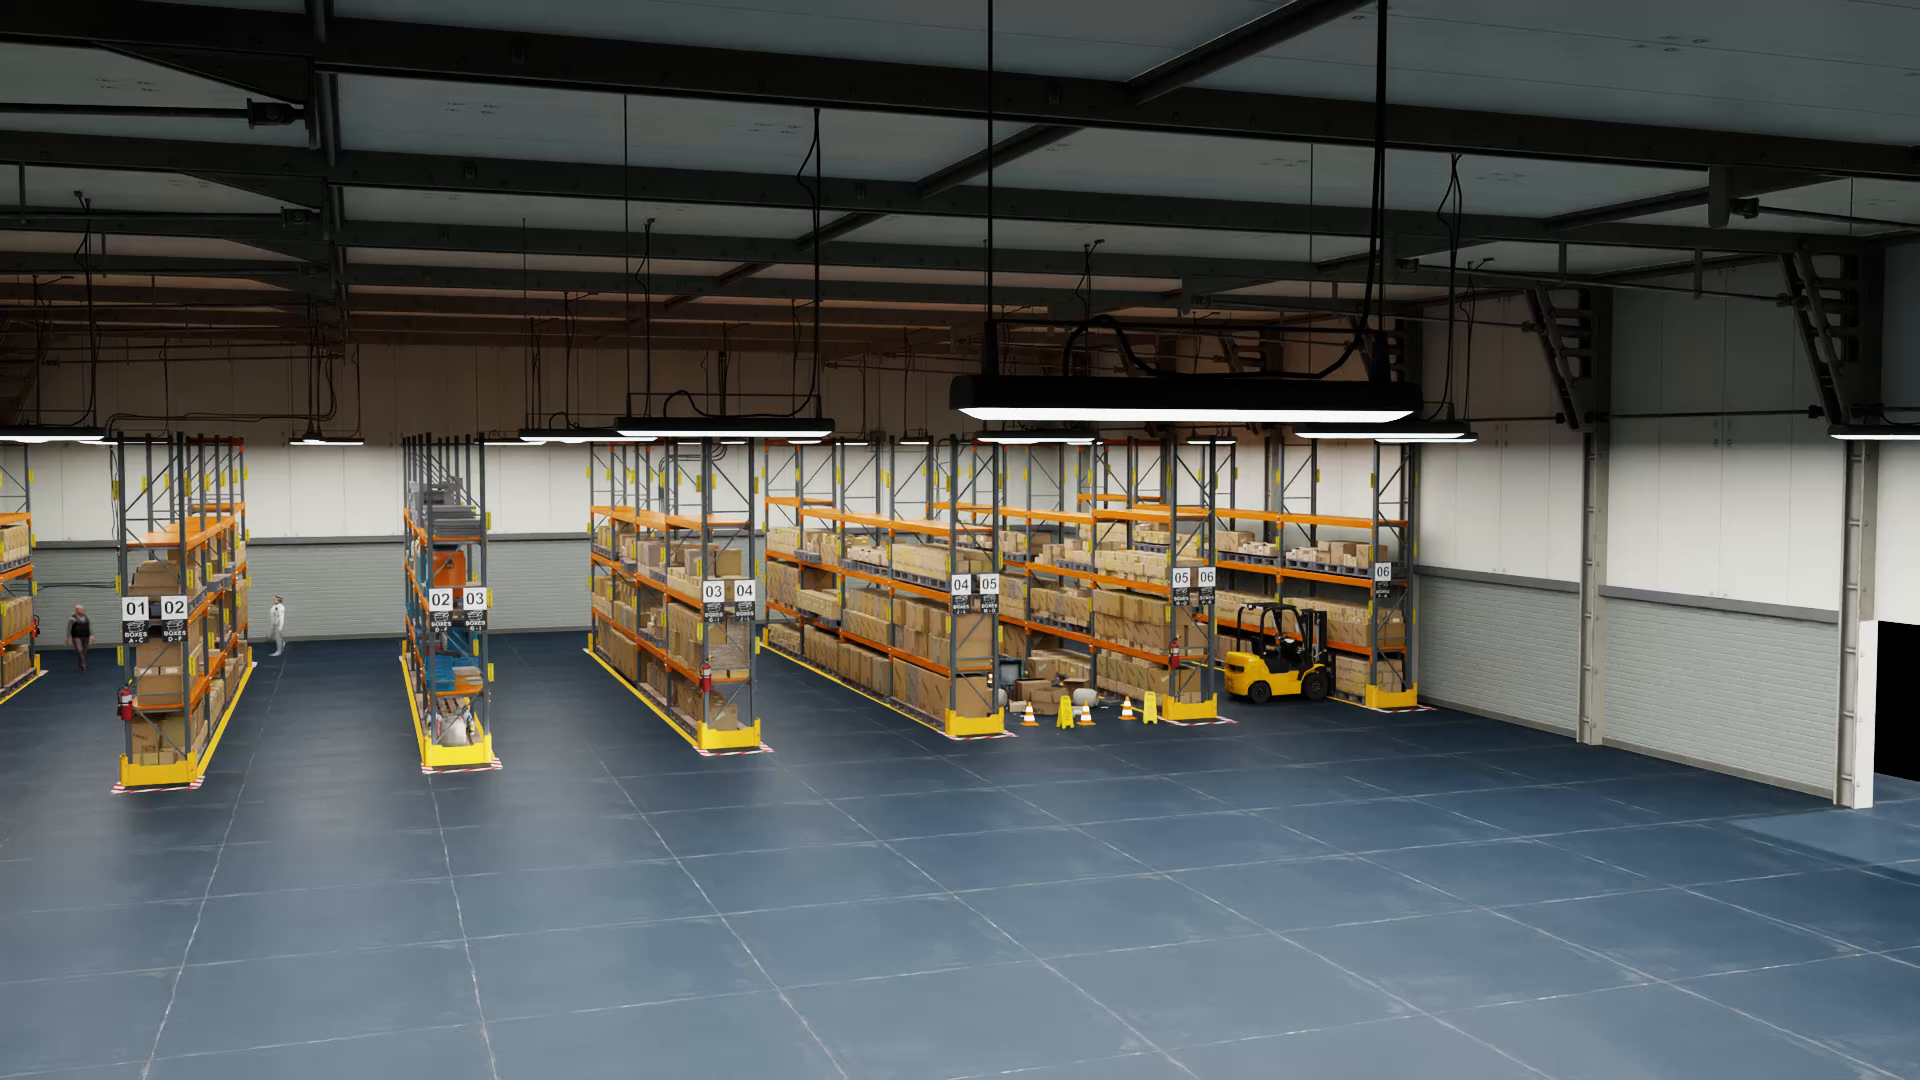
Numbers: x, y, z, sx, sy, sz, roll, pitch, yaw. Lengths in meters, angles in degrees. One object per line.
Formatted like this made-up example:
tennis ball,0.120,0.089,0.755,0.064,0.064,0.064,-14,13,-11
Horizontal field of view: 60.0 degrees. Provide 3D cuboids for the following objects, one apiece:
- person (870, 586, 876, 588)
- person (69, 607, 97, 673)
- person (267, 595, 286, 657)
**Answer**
person,-2.459,2.098,46.329,0.474,1.664,0.429,0,3,-6
person,-22.359,2.537,42.417,1.061,1.670,0.640,3,4,42
person,-18.769,2.370,45.688,0.506,1.702,0.493,1,3,15
